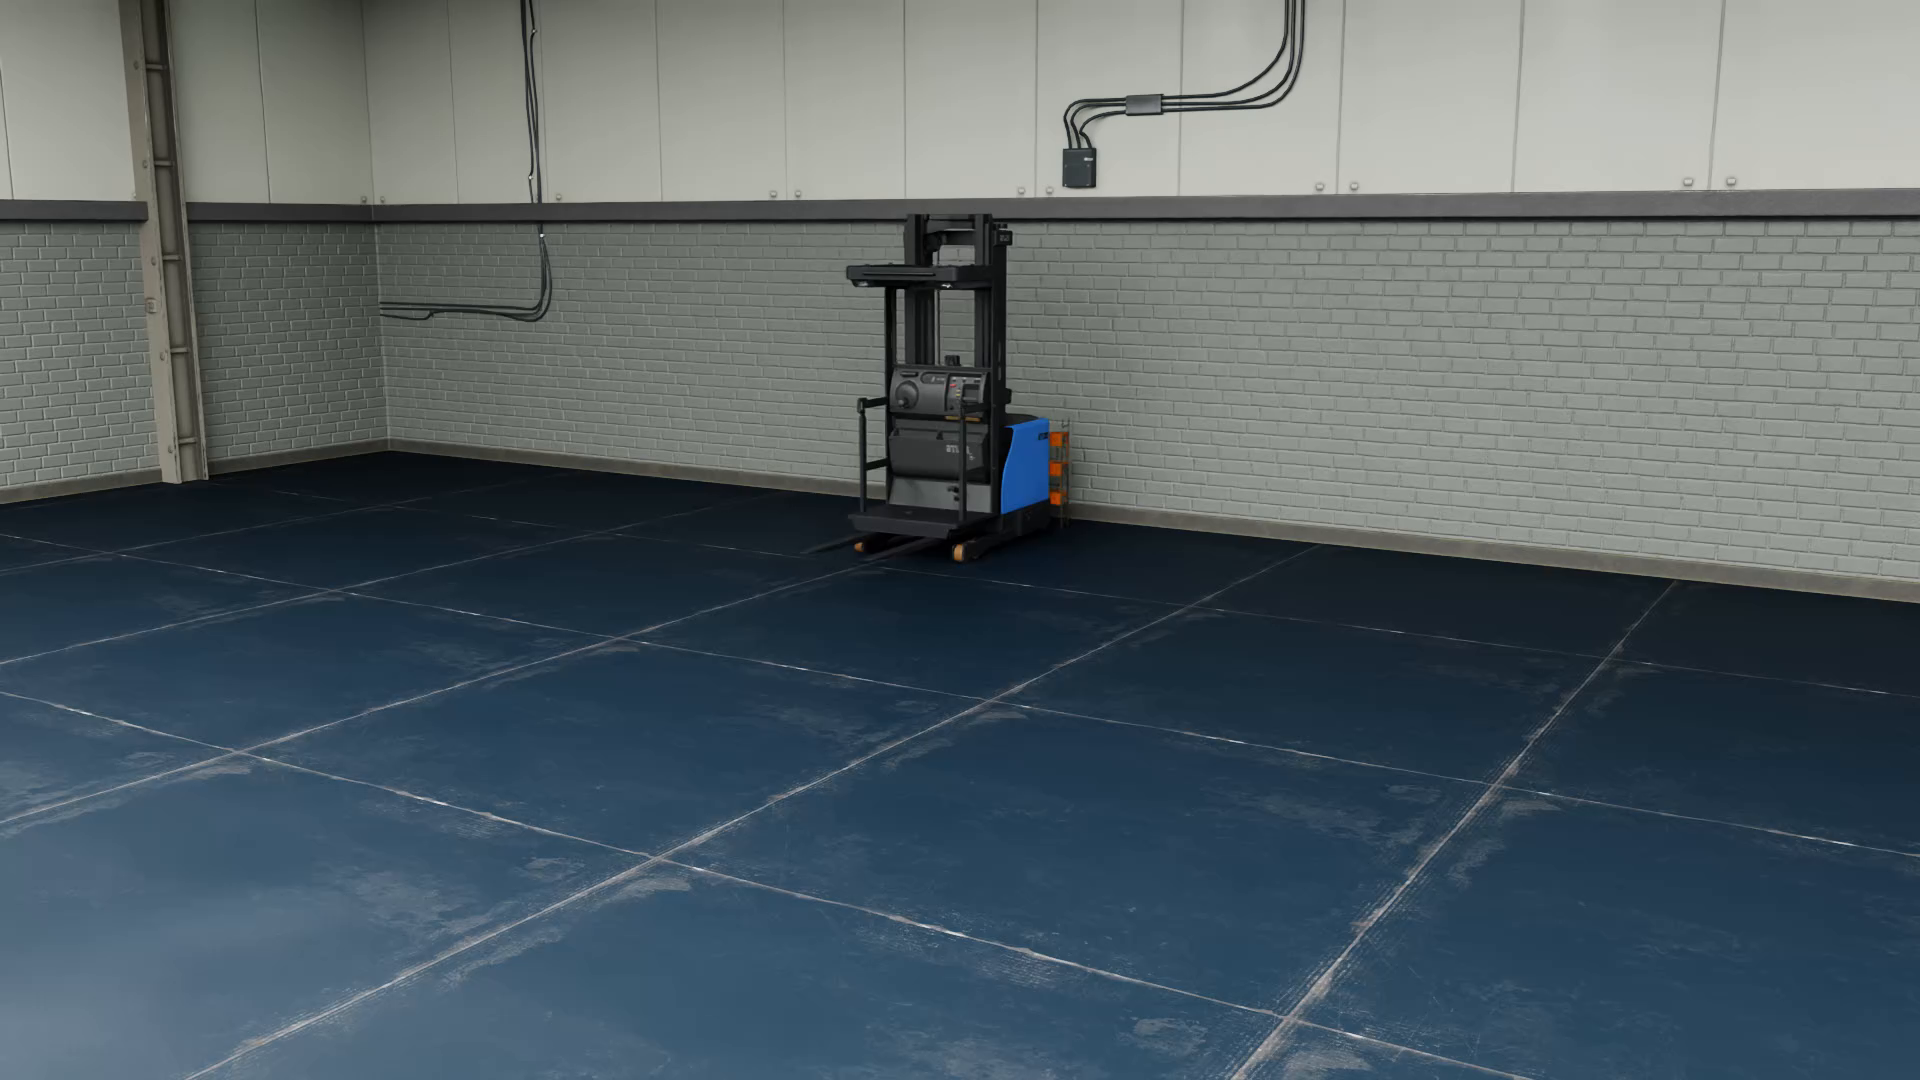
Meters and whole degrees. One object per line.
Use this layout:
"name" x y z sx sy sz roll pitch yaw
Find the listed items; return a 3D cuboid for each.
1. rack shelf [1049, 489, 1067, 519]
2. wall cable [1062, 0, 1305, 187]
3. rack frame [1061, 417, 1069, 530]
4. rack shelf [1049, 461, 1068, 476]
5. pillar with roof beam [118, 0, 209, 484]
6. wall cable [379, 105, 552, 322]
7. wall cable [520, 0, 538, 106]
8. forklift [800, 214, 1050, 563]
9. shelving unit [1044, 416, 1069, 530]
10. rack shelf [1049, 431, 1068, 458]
"rack shelf" 0.882 -0.355 15.860 0.240 0.259 0.215 4 11 22
"wall cable" 1.974 -6.200 14.668 2.305 6.003 0.169 6 12 31
"rack frame" 0.995 -0.630 15.760 0.008 1.050 0.200 4 11 22
"rack shelf" 0.882 -0.628 15.808 0.240 0.259 0.215 4 11 22
"pillar with roof beam" -5.112 -4.689 15.842 9.100 9.000 0.400 6 12 31
"wall cable" -6.131 -3.911 20.125 3.097 2.526 0.112 6 12 31
"wall cable" -3.819 -6.135 18.280 3.097 2.526 0.112 6 12 31
"forklift" -0.289 -1.335 14.415 1.130 2.935 3.031 6 12 28
"shelving unit" 0.882 -0.638 15.807 0.252 1.050 0.215 4 11 22
"rack shelf" 0.882 -0.907 15.756 0.240 0.259 0.215 4 11 22
